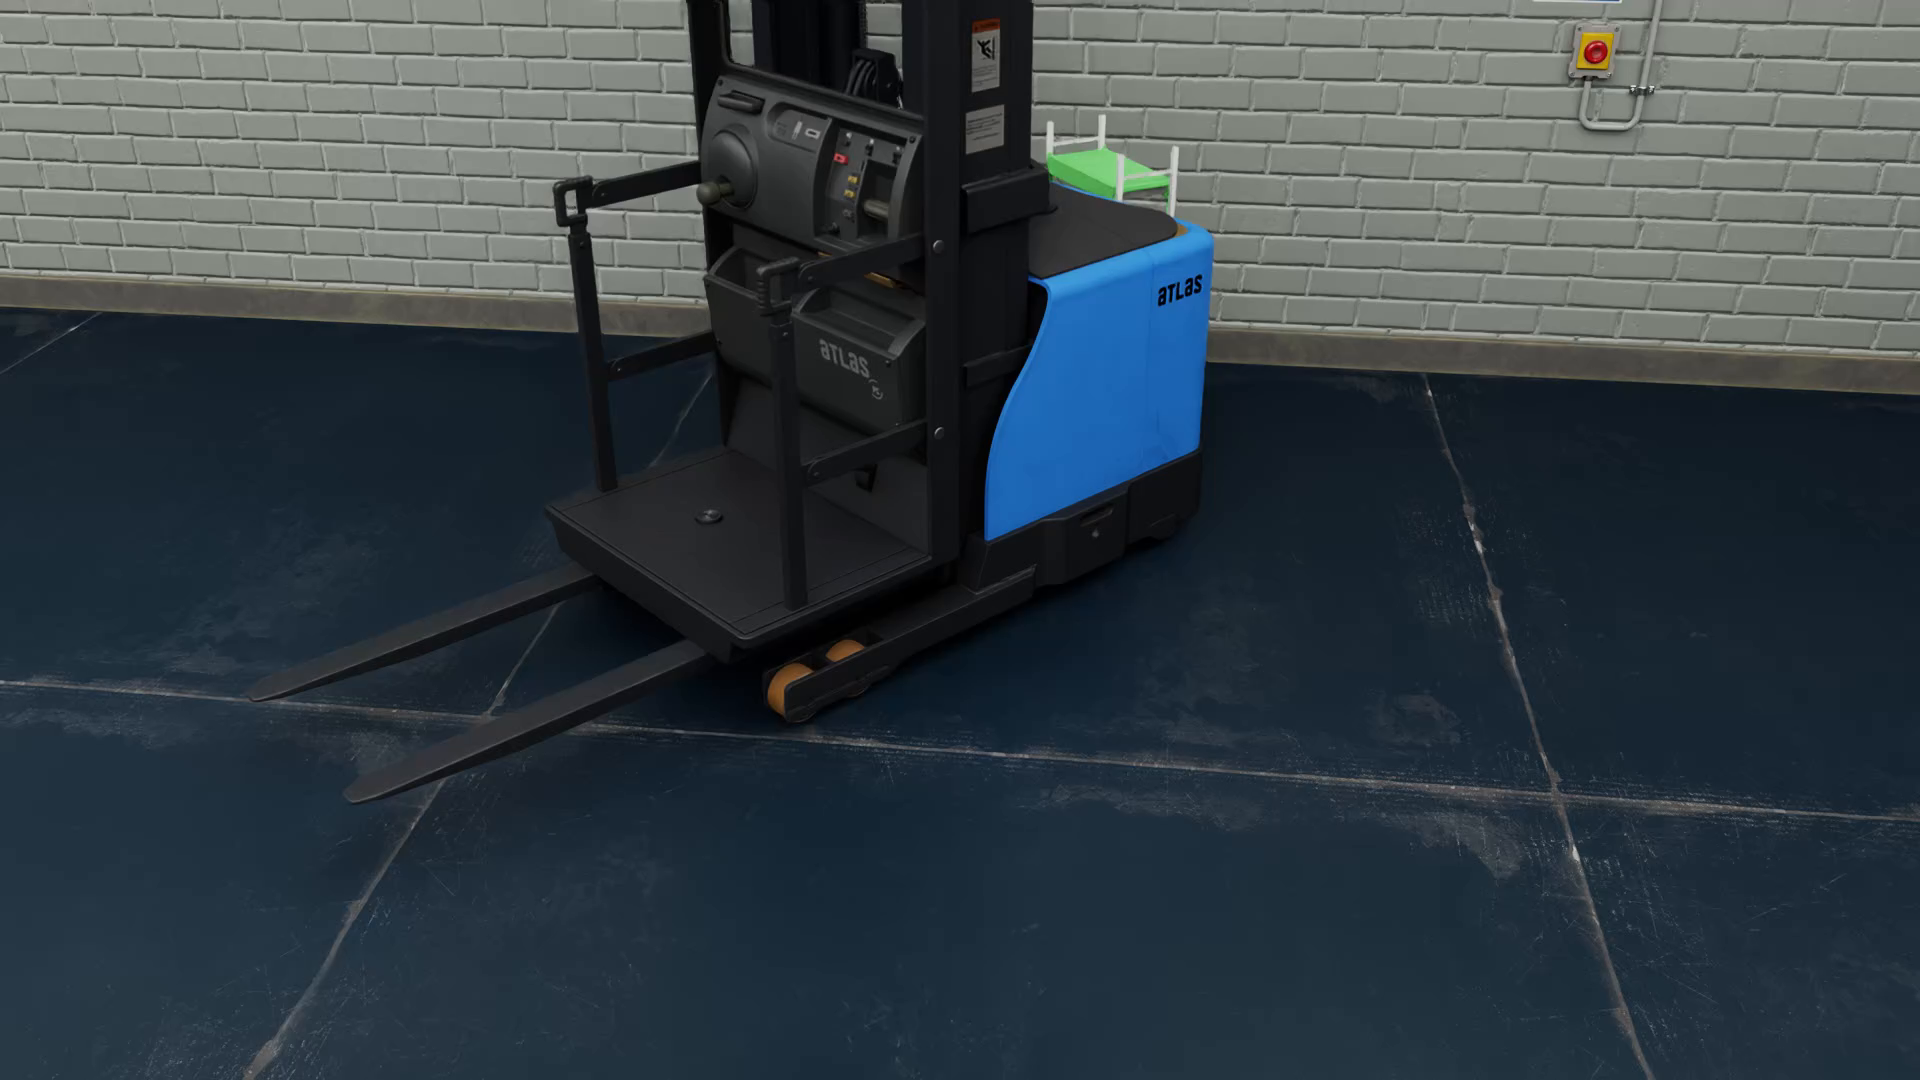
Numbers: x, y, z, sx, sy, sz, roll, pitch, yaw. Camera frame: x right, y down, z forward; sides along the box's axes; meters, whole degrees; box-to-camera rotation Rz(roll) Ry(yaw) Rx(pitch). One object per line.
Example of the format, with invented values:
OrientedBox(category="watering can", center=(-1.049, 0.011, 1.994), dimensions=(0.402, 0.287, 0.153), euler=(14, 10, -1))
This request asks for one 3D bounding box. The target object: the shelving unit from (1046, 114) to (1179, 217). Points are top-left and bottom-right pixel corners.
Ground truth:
OrientedBox(category="shelving unit", center=(0.536, -0.910, 6.174), dimensions=(0.258, 1.200, 0.503), euler=(-13, 31, -23))

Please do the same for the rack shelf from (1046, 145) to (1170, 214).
OrientedBox(category="rack shelf", center=(0.536, -1.276, 5.976), dimensions=(0.258, 0.148, 0.480), euler=(-13, 31, -23))

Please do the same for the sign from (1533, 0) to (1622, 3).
OrientedBox(category="sign", center=(2.349, -2.144, 6.281), dimensions=(0.327, 0.218, 0.001), euler=(3, 28, 6))

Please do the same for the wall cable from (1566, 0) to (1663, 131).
OrientedBox(category="wall cable", center=(2.390, -2.454, 6.038), dimensions=(0.585, 1.953, 0.123), euler=(3, 28, 6))

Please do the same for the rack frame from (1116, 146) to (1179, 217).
OrientedBox(category="rack frame", center=(0.645, -0.806, 5.982), dimensions=(0.240, 1.200, 0.015), euler=(-13, 31, -23))

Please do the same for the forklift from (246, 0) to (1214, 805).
OrientedBox(category="forklift", center=(-0.594, -1.046, 4.602), dimensions=(3.031, 2.935, 1.130), euler=(-23, 36, -36))

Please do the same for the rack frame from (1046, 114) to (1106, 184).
OrientedBox(category="rack frame", center=(0.426, -1.013, 6.366), dimensions=(0.240, 1.200, 0.015), euler=(-13, 31, -23))
